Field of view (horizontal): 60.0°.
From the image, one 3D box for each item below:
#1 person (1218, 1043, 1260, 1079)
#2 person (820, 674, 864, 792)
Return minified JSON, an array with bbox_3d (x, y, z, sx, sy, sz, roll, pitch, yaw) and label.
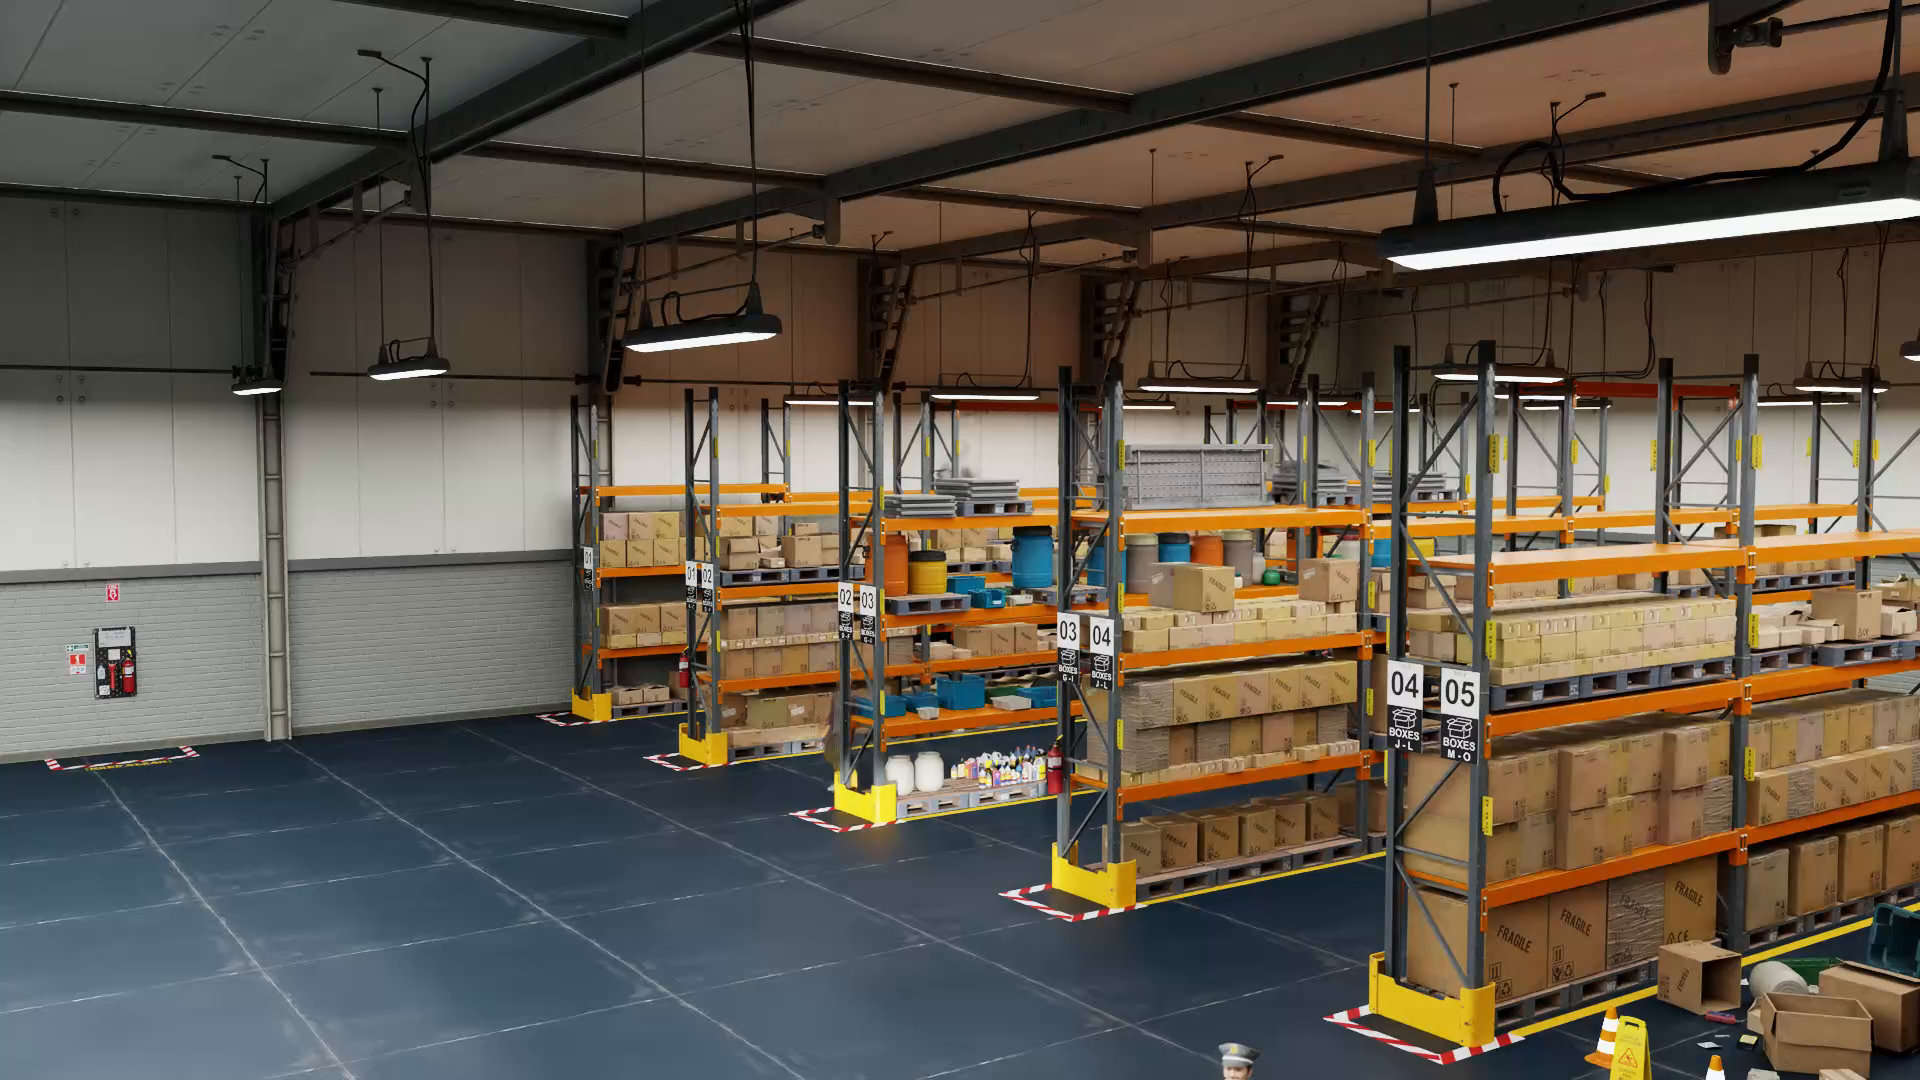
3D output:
[{"bbox_3d":[1.641,3.755,9.715,0.626,1.662,0.488,1,4,17],"label":"person"},{"bbox_3d":[-1.716,2.823,24.533,0.699,1.717,0.684,3,5,41],"label":"person"}]
